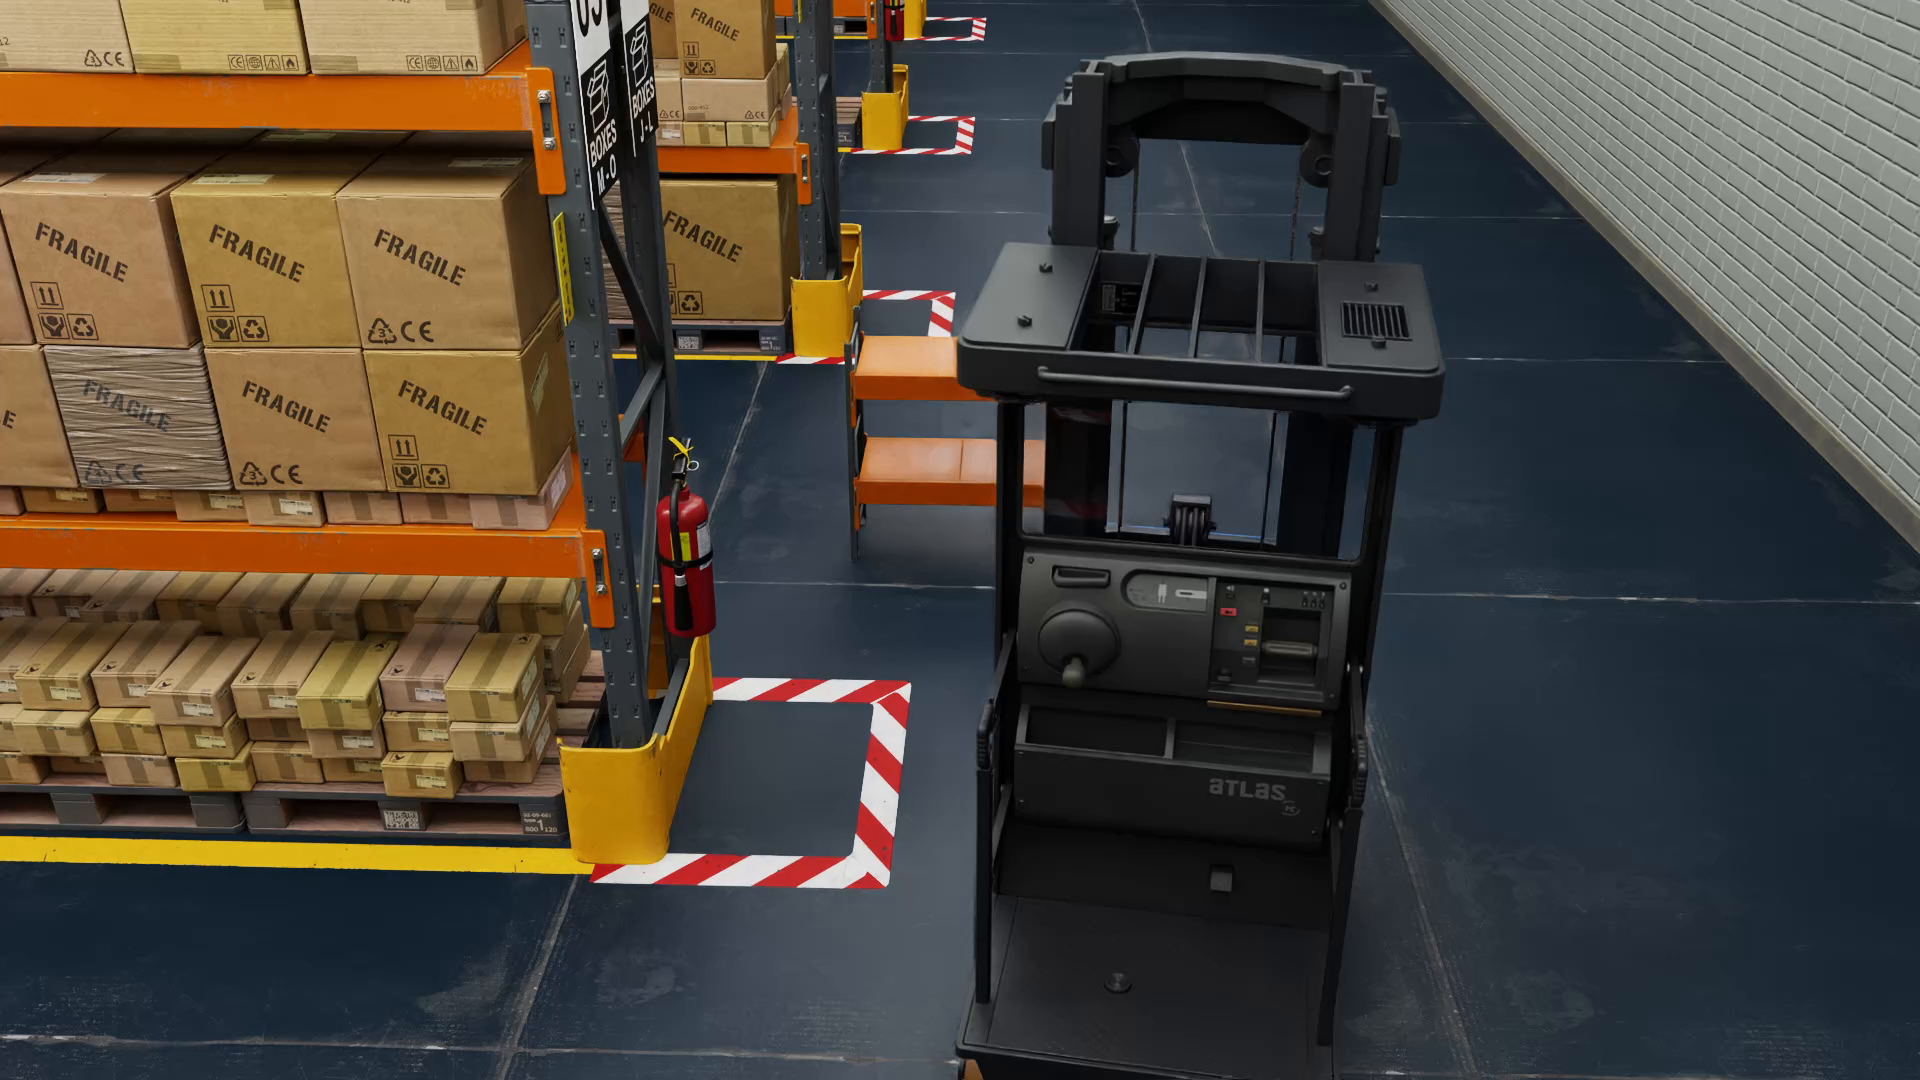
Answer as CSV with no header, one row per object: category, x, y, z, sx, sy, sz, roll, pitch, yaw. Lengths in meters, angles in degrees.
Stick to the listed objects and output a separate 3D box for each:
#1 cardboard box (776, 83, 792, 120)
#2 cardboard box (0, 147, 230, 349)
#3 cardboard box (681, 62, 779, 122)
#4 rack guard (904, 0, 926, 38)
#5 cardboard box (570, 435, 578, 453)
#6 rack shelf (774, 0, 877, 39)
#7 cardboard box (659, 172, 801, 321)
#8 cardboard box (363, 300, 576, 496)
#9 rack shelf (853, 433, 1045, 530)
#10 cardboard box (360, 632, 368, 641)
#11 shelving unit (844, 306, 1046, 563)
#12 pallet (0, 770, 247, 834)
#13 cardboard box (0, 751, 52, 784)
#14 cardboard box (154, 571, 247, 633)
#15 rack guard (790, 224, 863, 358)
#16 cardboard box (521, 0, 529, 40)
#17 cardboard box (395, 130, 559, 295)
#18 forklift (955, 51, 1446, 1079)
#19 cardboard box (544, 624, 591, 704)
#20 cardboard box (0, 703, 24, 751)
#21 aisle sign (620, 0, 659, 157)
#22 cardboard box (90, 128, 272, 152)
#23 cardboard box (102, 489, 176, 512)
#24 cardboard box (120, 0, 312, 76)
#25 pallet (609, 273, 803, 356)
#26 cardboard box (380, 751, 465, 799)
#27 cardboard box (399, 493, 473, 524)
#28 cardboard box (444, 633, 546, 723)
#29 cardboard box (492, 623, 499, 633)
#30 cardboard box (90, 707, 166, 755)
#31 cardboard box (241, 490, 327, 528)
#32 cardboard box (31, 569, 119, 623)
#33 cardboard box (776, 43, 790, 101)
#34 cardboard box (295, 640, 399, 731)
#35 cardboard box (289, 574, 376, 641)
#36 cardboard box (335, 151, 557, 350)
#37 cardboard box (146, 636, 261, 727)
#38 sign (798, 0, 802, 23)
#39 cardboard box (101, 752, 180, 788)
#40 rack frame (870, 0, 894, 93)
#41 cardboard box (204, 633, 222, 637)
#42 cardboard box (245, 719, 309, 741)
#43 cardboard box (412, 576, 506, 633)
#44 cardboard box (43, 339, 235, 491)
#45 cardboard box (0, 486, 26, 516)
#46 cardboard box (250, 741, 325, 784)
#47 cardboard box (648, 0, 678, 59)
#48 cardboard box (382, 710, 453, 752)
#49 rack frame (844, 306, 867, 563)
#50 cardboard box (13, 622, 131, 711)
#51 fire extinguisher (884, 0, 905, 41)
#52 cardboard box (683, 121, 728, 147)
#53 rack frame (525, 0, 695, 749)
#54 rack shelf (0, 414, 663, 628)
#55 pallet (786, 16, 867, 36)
cardboard box,-1.220,-2.791,10.581,0.250,0.149,0.380,1,28,2
cardboard box,-2.645,-0.943,5.335,0.500,0.500,0.500,2,28,4
cardboard box,-1.371,-2.691,9.966,0.500,0.250,0.500,1,28,1
rack guard,-0.599,-6.276,19.555,0.348,0.500,1.175,1,28,2
cardboard box,-1.465,-0.470,6.202,0.250,0.149,0.380,1,28,1
rack shelf,-2.701,-4.775,14.824,4.000,0.370,1.077,1,28,2
cardboard box,-1.519,-1.962,10.568,0.875,0.875,0.875,1,28,2
cardboard box,-1.611,-0.485,5.537,0.500,0.500,0.500,2,28,3
rack shelf,0.007,-0.281,8.101,1.000,0.278,0.538,1,28,2
cardboard box,-2.439,0.343,6.678,0.250,0.149,0.380,2,28,3
shelving unit,0.007,-0.497,7.986,1.048,1.125,0.538,1,28,2
pallet,-3.256,0.757,6.596,1.213,0.211,1.003,1,28,2
cardboard box,-3.500,0.745,6.238,0.250,0.149,0.380,0,28,0
cardboard box,-2.981,0.209,6.613,0.250,0.149,0.380,1,28,3
rack guard,-0.853,-1.637,10.804,0.348,0.500,1.175,1,28,2
cardboard box,-1.593,-1.808,5.416,0.500,0.250,0.500,2,28,4
cardboard box,-1.592,-1.171,5.764,0.500,0.500,0.500,1,28,1
forklift,0.600,0.296,4.563,1.130,2.935,3.031,5,28,9
cardboard box,-1.665,0.494,6.712,0.250,0.149,0.380,2,28,3
cardboard box,-3.505,0.615,6.165,0.250,0.149,0.380,1,28,1
aisle sign,-1.069,-1.710,5.497,0.004,0.787,0.394,1,28,2
cardboard box,-2.616,-1.195,5.810,0.500,0.500,0.500,0,28,1
cardboard box,-2.773,-0.247,5.781,0.250,0.149,0.380,0,28,0
cardboard box,-2.127,-1.570,4.966,0.500,0.250,0.500,1,28,2
pallet,-1.679,-1.486,10.829,1.213,0.211,1.003,1,28,2
cardboard box,-1.947,0.784,6.164,0.250,0.149,0.380,2,28,3
cardboard box,-1.736,-0.206,5.704,0.250,0.149,0.380,1,28,2
cardboard box,-1.691,0.499,6.066,0.250,0.149,0.380,1,28,2
cardboard box,-1.939,0.361,6.644,0.250,0.149,0.380,1,28,2
cardboard box,-2.983,0.622,6.151,0.250,0.149,0.380,2,28,4
cardboard box,-2.243,-0.196,5.686,0.250,0.149,0.380,2,28,3
cardboard box,-3.480,0.194,6.641,0.250,0.149,0.380,0,28,0
cardboard box,-1.347,-2.941,10.439,0.500,0.250,0.500,0,28,0
cardboard box,-2.203,0.523,6.021,0.250,0.149,0.380,0,28,1
cardboard box,-2.442,0.244,6.548,0.250,0.149,0.380,0,28,-1
cardboard box,-1.619,-0.930,5.311,0.500,0.500,0.500,0,28,1
cardboard box,-2.730,0.511,6.044,0.250,0.149,0.380,2,28,4
sign,-0.910,-3.104,9.414,0.005,0.325,0.100,1,28,2
cardboard box,-2.985,0.753,6.223,0.250,0.149,0.380,1,28,3
rack frame,-0.702,-5.060,14.593,0.127,3.000,1.000,1,28,2
cardboard box,-2.980,0.398,6.574,0.250,0.149,0.380,2,28,4
cardboard box,-2.475,0.585,6.221,0.250,0.149,0.380,1,28,1
cardboard box,-1.944,0.273,6.492,0.250,0.149,0.380,1,28,3
cardboard box,-2.633,-0.499,5.565,0.500,0.500,0.500,1,28,2
cardboard box,-3.292,-0.237,5.764,0.250,0.149,0.380,2,28,4
cardboard box,-2.455,0.742,6.244,0.250,0.149,0.380,1,28,2
cardboard box,-1.847,-3.281,10.279,0.500,0.500,0.500,0,28,1
cardboard box,-1.950,0.616,6.163,0.250,0.149,0.380,0,28,1
rack frame,-0.501,-0.505,8.002,0.032,1.125,0.500,1,28,2
cardboard box,-3.253,0.464,6.133,0.250,0.149,0.380,1,28,2
fire extinguisher,-0.567,-4.646,14.293,0.183,0.674,0.296,1,28,2
cardboard box,-1.504,-2.486,10.006,0.250,0.149,0.380,1,28,2
rack frame,-1.153,-0.422,5.843,0.127,3.000,1.000,1,28,2
rack shelf,-3.152,-0.137,6.074,4.000,0.370,1.077,1,28,2
pallet,-1.396,-6.161,19.646,1.213,0.211,1.003,1,28,2
